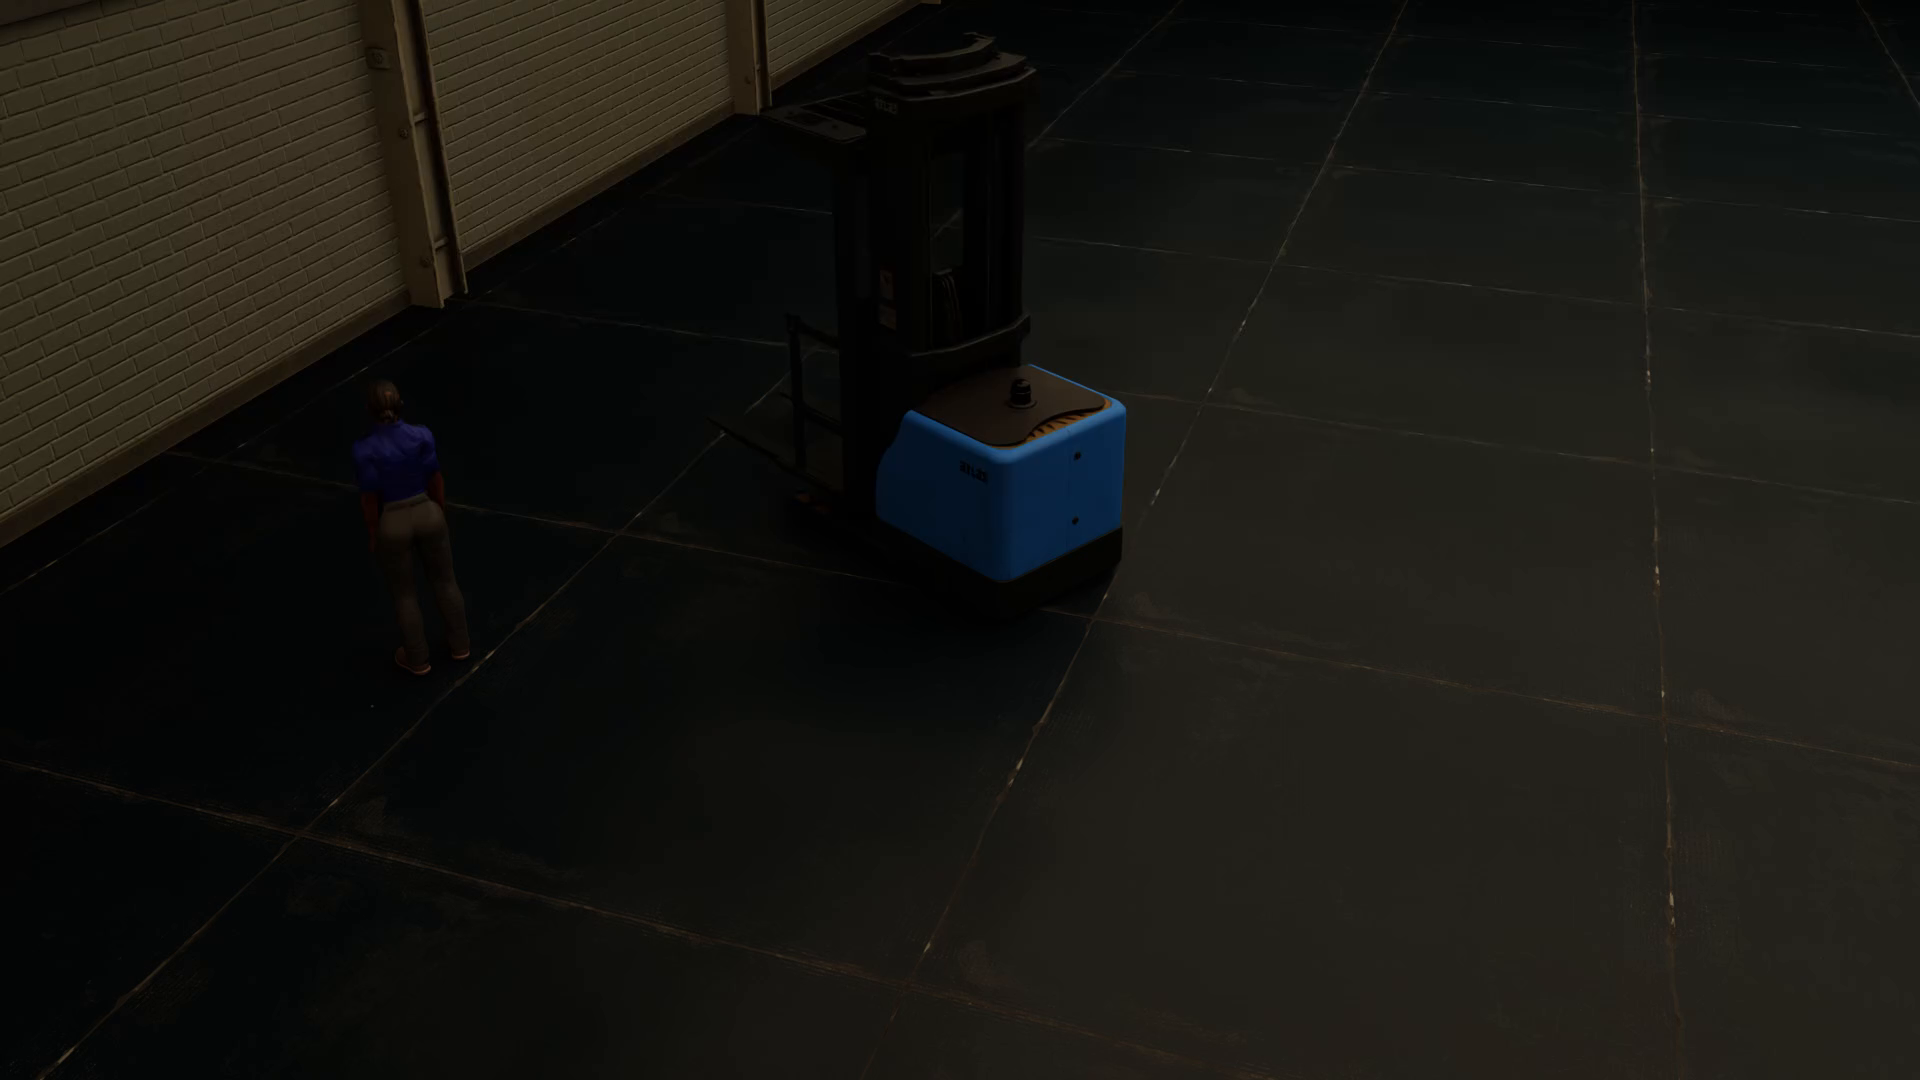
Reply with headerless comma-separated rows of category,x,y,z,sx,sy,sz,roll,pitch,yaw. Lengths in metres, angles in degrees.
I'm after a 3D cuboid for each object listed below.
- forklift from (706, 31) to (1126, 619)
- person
forklift,-0.426,-1.476,9.725,1.130,2.935,3.031,-25,38,-36
person,-2.839,-0.077,8.561,0.453,1.660,0.340,-19,35,-29
